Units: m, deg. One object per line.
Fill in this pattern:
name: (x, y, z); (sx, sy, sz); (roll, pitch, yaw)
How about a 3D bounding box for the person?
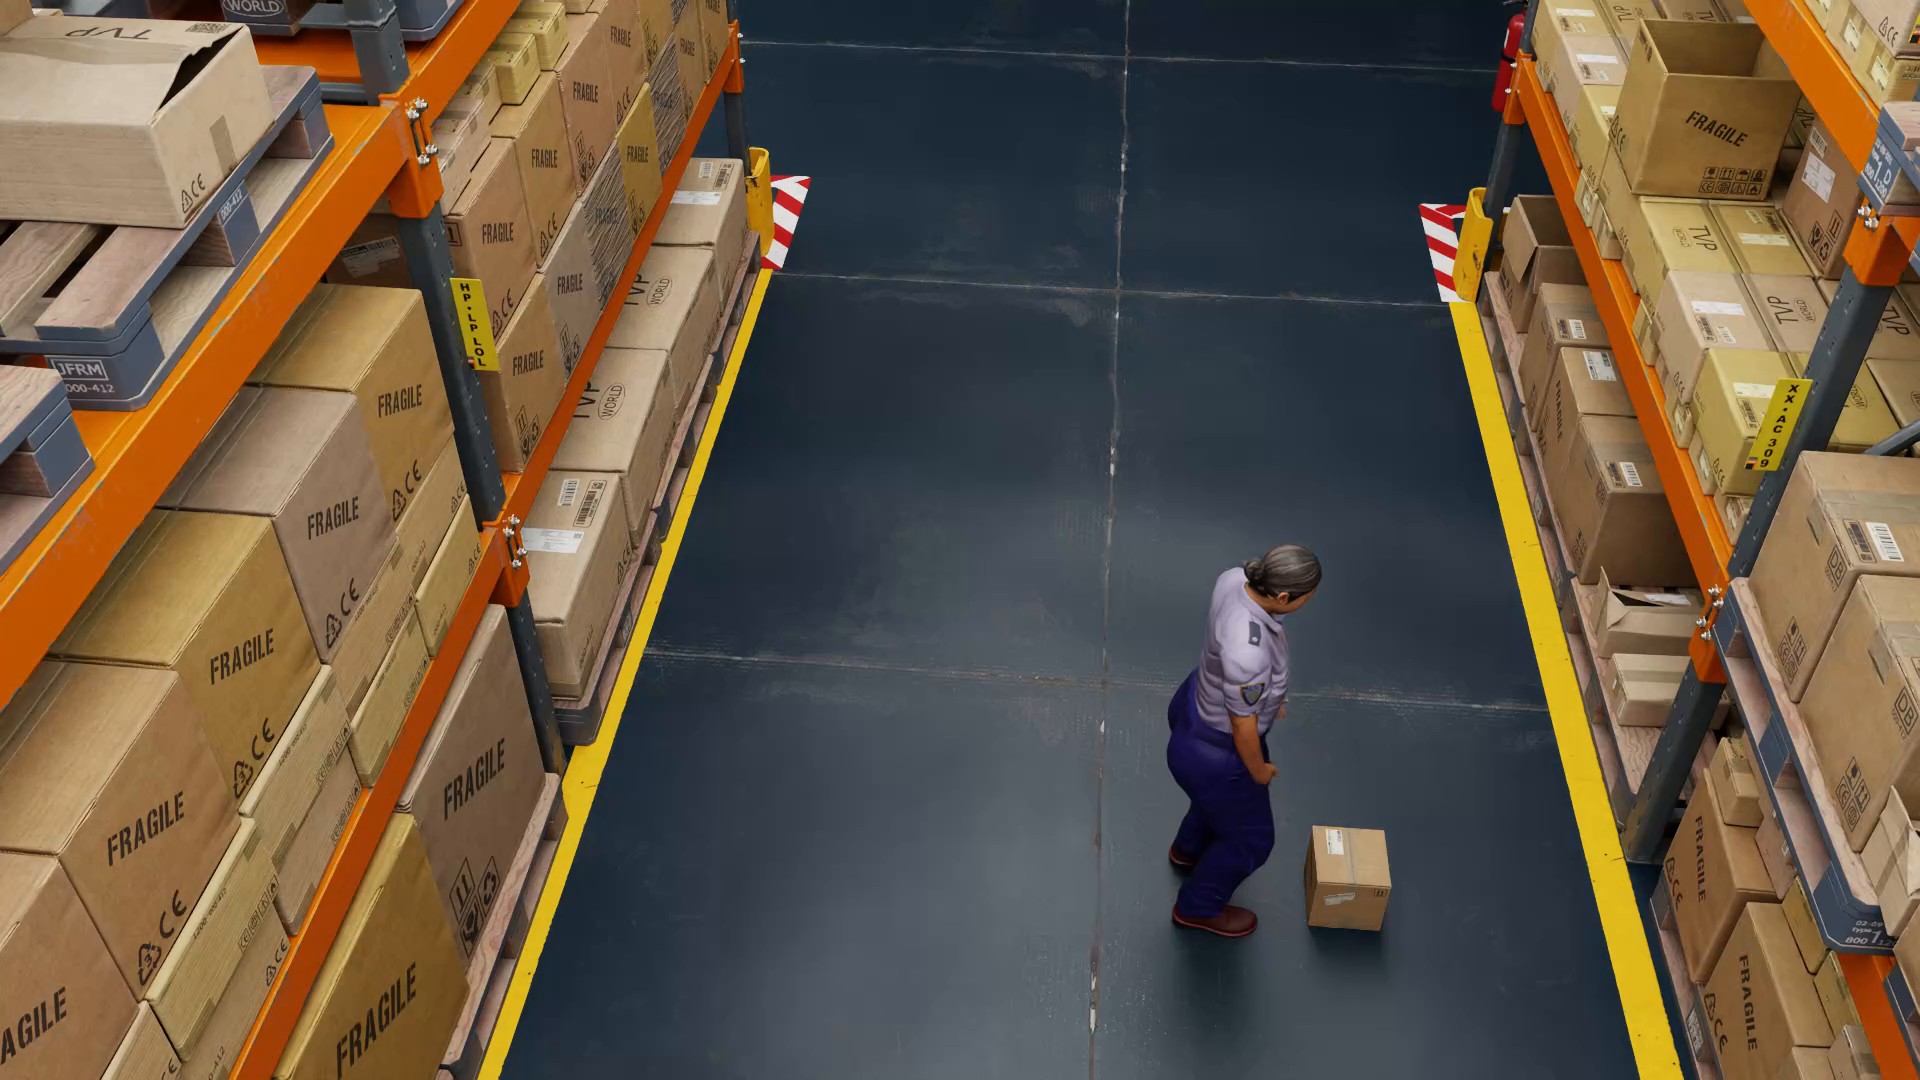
person: (0.919, 0.633, 5.472); (0.340, 1.599, 0.500); (4, 40, 5)
